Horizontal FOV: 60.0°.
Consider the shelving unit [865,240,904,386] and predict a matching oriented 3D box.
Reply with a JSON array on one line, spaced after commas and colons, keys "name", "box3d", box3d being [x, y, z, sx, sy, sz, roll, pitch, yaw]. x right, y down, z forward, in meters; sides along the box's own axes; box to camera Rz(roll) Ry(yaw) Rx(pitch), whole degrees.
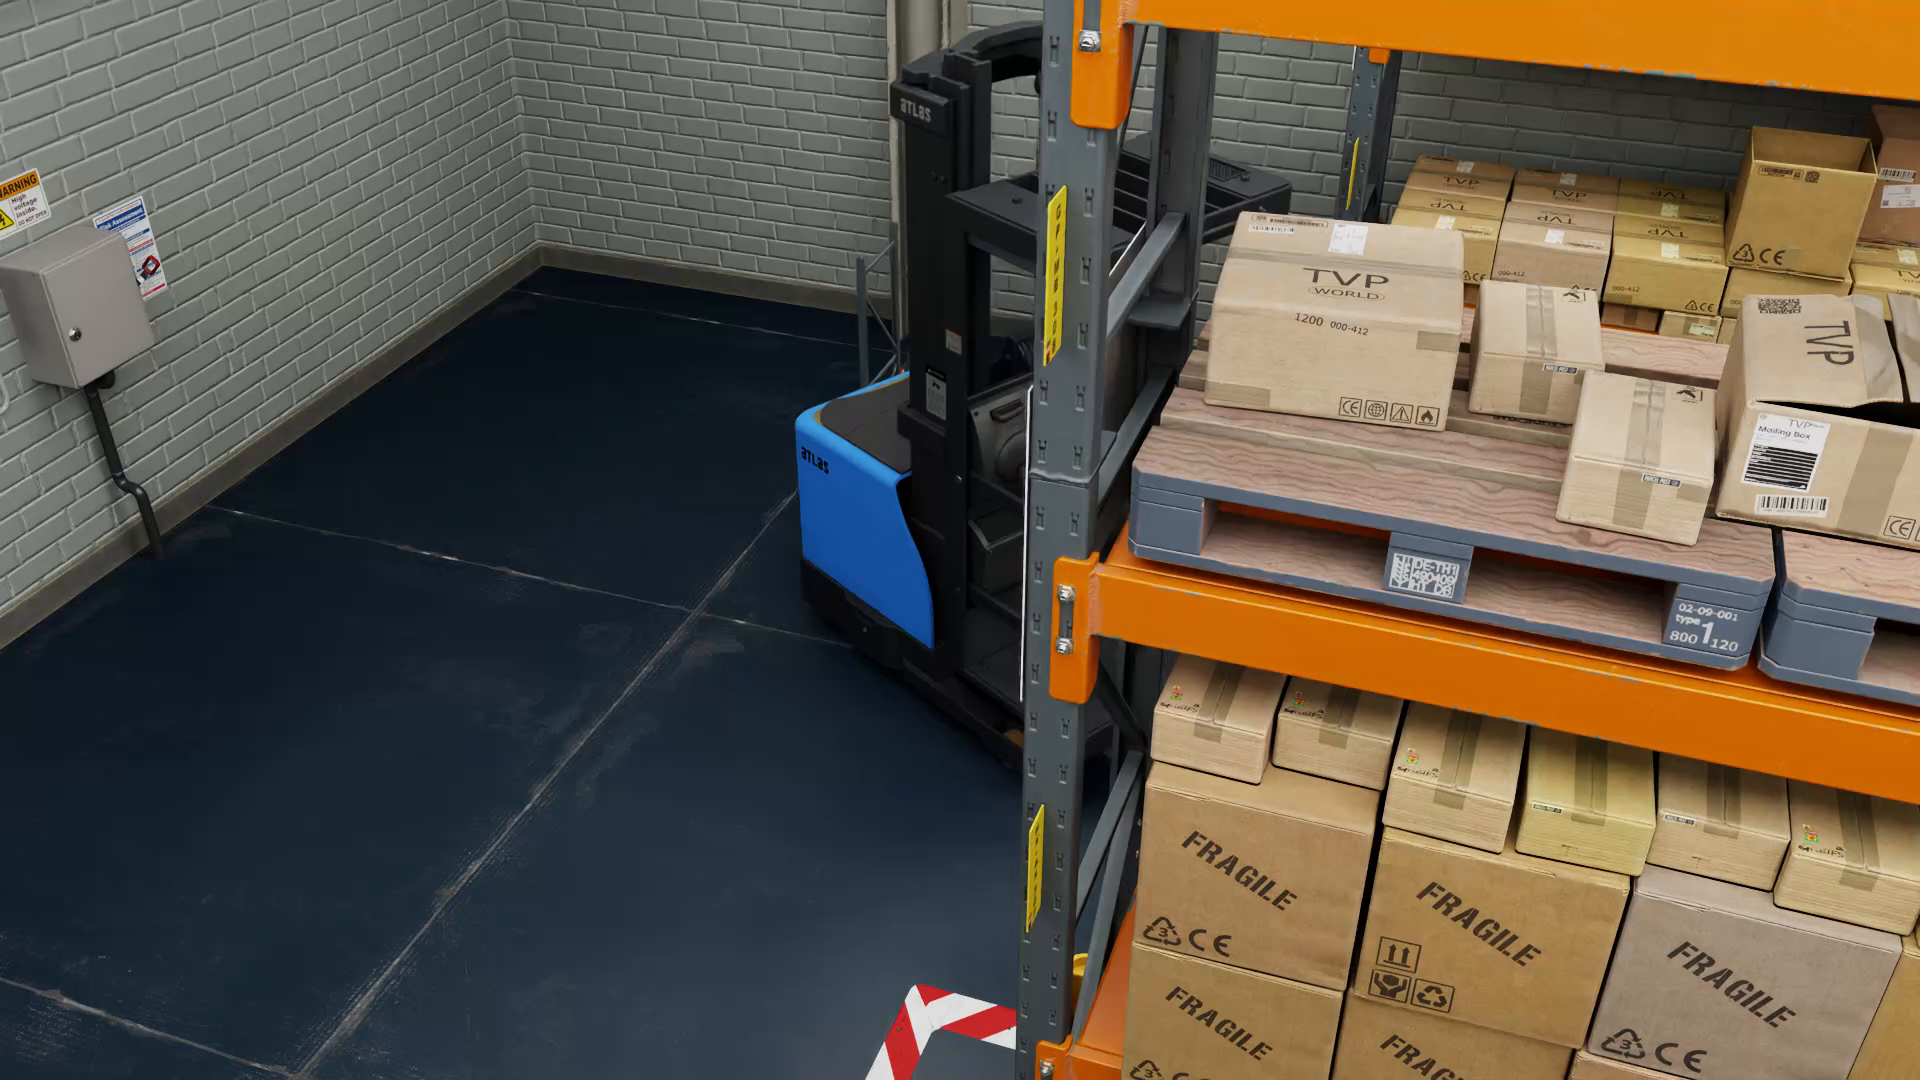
[{"name": "shelving unit", "box3d": [0.059, -0.781, 8.576, 1.083, 1.500, 0.587, 11, 34, 16]}]

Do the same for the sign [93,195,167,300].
[{"name": "sign", "box3d": [-4.129, -1.426, 8.281, 0.001, 0.494, 0.329, 11, 34, 16]}]

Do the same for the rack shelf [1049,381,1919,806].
[{"name": "rack shelf", "box3d": [2.252, 0.298, 3.421, 4.000, 0.370, 1.077, 11, 34, 16]}]

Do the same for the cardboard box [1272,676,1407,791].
[{"name": "cardboard box", "box3d": [0.881, 0.373, 3.795, 0.250, 0.149, 0.380, 12, 35, 18]}]

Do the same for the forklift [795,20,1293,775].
[{"name": "forklift", "box3d": [0.555, -0.473, 6.780, 1.130, 2.935, 3.031, -25, 40, -33]}]

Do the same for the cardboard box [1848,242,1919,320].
[{"name": "cardboard box", "box3d": [4.303, -1.126, 7.593, 0.500, 0.250, 0.500, 11, 34, 16]}]

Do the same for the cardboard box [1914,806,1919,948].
[{"name": "cardboard box", "box3d": [2.056, 0.667, 3.340, 0.250, 0.149, 0.380, 10, 34, 15]}]

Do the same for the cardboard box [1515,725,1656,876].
[{"name": "cardboard box", "box3d": [1.341, 0.518, 3.570, 0.250, 0.149, 0.380, 10, 34, 15]}]

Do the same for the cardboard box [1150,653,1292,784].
[{"name": "cardboard box", "box3d": [0.611, 0.361, 3.813, 0.250, 0.149, 0.380, 12, 35, 17]}]

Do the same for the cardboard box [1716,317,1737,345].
[{"name": "cardboard box", "box3d": [3.708, -1.041, 7.828, 0.250, 0.149, 0.380, 12, 35, 18]}]

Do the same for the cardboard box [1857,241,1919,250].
[{"name": "cardboard box", "box3d": [4.472, -1.388, 7.998, 0.500, 0.250, 0.500, 12, 35, 18]}]

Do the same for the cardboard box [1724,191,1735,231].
[{"name": "cardboard box", "box3d": [4.005, -1.475, 8.133, 0.500, 0.250, 0.500, 11, 34, 16]}]

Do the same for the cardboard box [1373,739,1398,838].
[{"name": "cardboard box", "box3d": [0.904, 0.394, 4.360, 0.500, 0.500, 0.500, 12, 35, 18]}]

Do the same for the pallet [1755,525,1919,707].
[{"name": "pallet", "box3d": [2.224, 0.020, 3.271, 1.213, 0.211, 1.003, 11, 34, 16]}]

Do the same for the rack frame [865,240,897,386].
[{"name": "rack frame", "box3d": [-0.412, -0.870, 8.714, 0.013, 1.308, 0.475, 11, 34, 16]}]

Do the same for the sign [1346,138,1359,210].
[{"name": "sign", "box3d": [1.858, -1.732, 7.869, 0.005, 0.325, 0.100, 11, 34, 16]}]

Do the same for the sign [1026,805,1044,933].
[{"name": "sign", "box3d": [0.177, 0.775, 3.913, 0.005, 0.325, 0.100, 11, 34, 16]}]

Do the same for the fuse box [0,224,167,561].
[{"name": "fuse box", "box3d": [-4.100, -0.635, 8.156, 0.414, 1.711, 0.539, 11, 34, 16]}]

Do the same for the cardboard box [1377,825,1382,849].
[{"name": "cardboard box", "box3d": [1.380, 0.900, 4.498, 0.500, 0.500, 0.500, 10, 34, 15]}]

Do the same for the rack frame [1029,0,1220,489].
[{"name": "rack frame", "box3d": [0.370, -1.631, 2.979, 0.127, 3.000, 1.000, 11, 34, 16]}]

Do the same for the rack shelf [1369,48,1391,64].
[{"name": "rack shelf", "box3d": [3.924, -2.237, 7.348, 4.000, 0.370, 1.077, 11, 34, 16]}]

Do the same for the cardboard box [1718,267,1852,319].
[{"name": "cardboard box", "box3d": [3.819, -1.221, 7.740, 0.500, 0.250, 0.500, 10, 34, 15]}]

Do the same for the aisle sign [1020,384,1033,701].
[{"name": "aisle sign", "box3d": [0.204, -0.068, 3.692, 0.004, 0.787, 0.394, 11, 34, 16]}]

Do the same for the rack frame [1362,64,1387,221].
[{"name": "rack frame", "box3d": [2.040, -1.644, 8.531, 0.053, 2.616, 0.949, 11, 34, 16]}]

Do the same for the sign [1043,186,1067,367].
[{"name": "sign", "box3d": [0.177, -0.489, 3.097, 0.005, 0.325, 0.100, 11, 34, 16]}]

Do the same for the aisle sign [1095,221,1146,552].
[{"name": "aisle sign", "box3d": [0.407, -0.374, 4.167, 0.004, 0.787, 0.394, 11, 34, 16]}]

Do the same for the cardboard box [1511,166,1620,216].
[{"name": "cardboard box", "box3d": [3.048, -1.664, 8.426, 0.500, 0.250, 0.500, 11, 34, 17]}]

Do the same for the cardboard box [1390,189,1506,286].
[{"name": "cardboard box", "box3d": [2.377, -1.487, 8.151, 0.500, 0.250, 0.500, 11, 34, 17]}]

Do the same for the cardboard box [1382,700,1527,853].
[{"name": "cardboard box", "box3d": [1.087, 0.479, 3.630, 0.250, 0.149, 0.380, 12, 35, 18]}]

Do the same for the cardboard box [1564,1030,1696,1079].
[{"name": "cardboard box", "box3d": [1.683, 1.263, 3.937, 0.500, 0.500, 0.500, 11, 34, 16]}]

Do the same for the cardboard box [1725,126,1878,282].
[{"name": "cardboard box", "box3d": [3.789, -1.528, 7.523, 0.500, 0.500, 0.500, 12, 35, 18]}]

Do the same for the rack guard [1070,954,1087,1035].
[{"name": "rack guard", "box3d": [0.347, 1.935, 5.291, 0.348, 0.500, 1.175, 11, 34, 16]}]

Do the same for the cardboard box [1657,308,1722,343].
[{"name": "cardboard box", "box3d": [3.454, -1.079, 7.887, 0.250, 0.149, 0.380, 10, 34, 15]}]

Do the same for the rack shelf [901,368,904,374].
[{"name": "rack shelf", "box3d": [0.068, -0.628, 8.671, 1.000, 0.185, 0.538, 11, 34, 16]}]

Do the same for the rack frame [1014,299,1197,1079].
[{"name": "rack frame", "box3d": [0.370, 0.890, 4.607, 0.127, 3.000, 1.000, 11, 34, 16]}]

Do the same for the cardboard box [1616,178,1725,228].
[{"name": "cardboard box", "box3d": [3.513, -1.571, 8.281, 0.500, 0.250, 0.500, 12, 35, 18]}]

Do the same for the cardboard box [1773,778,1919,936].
[{"name": "cardboard box", "box3d": [1.827, 0.606, 3.433, 0.250, 0.149, 0.380, 11, 35, 17]}]

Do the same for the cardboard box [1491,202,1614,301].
[{"name": "cardboard box", "box3d": [2.852, -1.395, 8.009, 0.500, 0.250, 0.500, 11, 35, 17]}]

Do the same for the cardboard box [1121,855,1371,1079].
[{"name": "cardboard box", "box3d": [0.725, 1.082, 4.216, 0.500, 0.500, 0.500, 11, 34, 16]}]

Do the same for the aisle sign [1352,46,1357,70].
[{"name": "aisle sign", "box3d": [1.878, -2.600, 7.615, 0.004, 0.787, 0.394, 11, 34, 16]}]

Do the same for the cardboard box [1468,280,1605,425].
[{"name": "cardboard box", "box3d": [1.245, -0.411, 3.608, 0.250, 0.149, 0.380, 8, 34, 13]}]

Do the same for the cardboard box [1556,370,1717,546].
[{"name": "cardboard box", "box3d": [1.316, -0.167, 3.230, 0.250, 0.149, 0.380, 12, 35, 18]}]
